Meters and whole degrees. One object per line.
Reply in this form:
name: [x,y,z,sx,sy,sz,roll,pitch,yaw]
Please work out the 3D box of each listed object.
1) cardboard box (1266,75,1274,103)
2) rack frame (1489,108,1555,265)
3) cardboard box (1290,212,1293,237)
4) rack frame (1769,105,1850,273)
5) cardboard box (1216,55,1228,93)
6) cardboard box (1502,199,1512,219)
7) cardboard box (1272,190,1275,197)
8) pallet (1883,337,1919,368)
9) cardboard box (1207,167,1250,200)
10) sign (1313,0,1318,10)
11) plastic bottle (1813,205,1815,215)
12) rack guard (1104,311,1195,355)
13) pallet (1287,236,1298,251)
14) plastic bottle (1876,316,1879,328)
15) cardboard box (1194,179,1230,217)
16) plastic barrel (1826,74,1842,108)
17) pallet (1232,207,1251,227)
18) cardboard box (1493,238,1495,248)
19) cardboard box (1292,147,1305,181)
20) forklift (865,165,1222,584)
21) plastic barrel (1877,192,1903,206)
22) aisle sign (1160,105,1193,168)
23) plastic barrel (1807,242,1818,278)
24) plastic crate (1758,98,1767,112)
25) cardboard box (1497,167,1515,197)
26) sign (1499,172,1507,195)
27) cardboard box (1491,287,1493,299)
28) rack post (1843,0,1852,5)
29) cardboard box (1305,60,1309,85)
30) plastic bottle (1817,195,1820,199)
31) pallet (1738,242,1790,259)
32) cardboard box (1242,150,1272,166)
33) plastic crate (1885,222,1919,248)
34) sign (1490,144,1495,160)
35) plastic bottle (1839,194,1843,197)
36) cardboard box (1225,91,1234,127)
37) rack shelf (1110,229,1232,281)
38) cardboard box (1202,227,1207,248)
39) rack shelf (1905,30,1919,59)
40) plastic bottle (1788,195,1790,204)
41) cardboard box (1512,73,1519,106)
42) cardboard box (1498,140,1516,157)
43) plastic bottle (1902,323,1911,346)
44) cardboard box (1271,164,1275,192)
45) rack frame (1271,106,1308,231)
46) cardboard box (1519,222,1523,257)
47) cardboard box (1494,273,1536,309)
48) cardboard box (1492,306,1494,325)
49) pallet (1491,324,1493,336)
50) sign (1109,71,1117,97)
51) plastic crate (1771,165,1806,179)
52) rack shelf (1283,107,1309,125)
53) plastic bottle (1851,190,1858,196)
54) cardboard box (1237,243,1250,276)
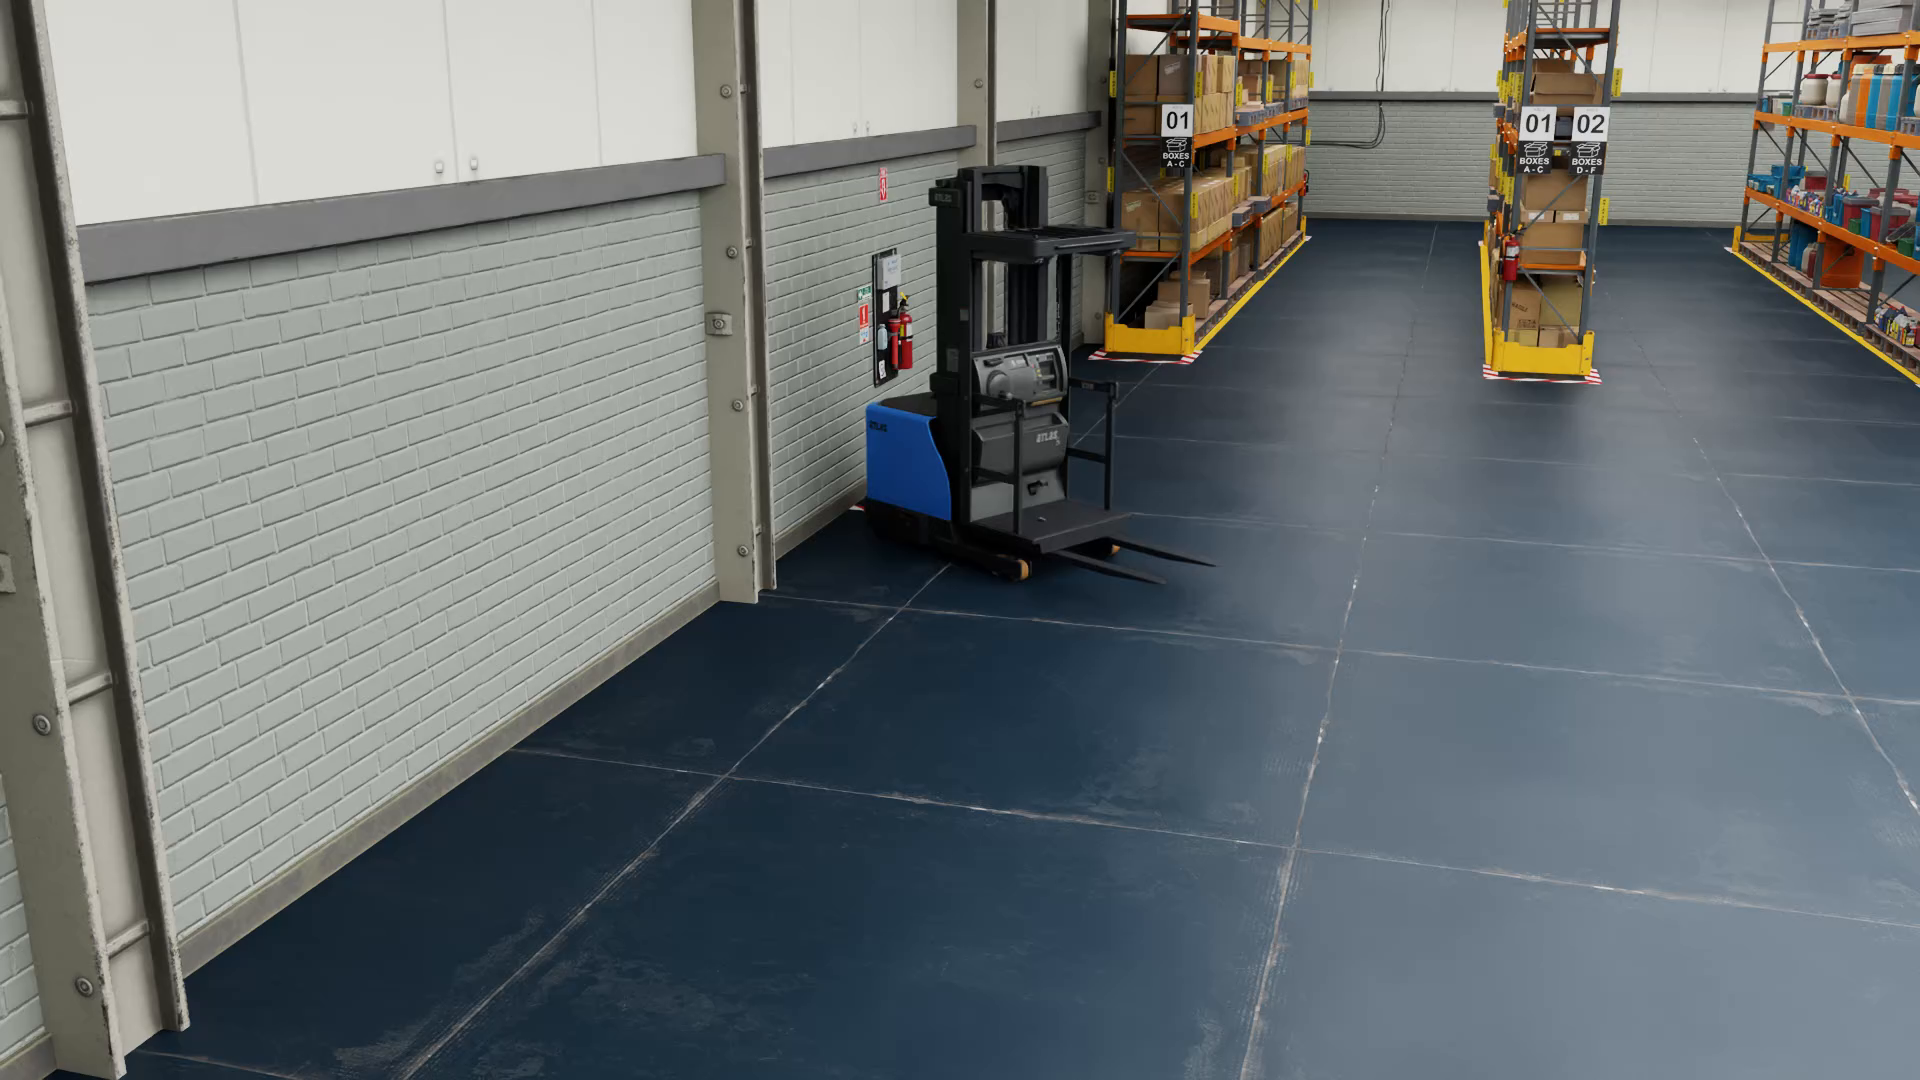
cardboard box: [5.461,-8.417,31.021,0.700,0.500,0.500,4,16,15]
rack frame: [10.663,-6.703,31.466,1.000,3.000,0.127,5,16,16]
cardboard box: [6.662,-6.679,35.192,0.700,0.500,0.500,4,16,14]
rack frame: [15.411,-6.318,30.108,1.000,3.000,0.127,5,16,16]
cardboard box: [3.473,-6.542,23.346,0.500,0.500,0.500,4,16,14]
cardboard box: [9.087,-5.395,27.017,0.500,0.311,0.500,4,16,15]
cardboard box: [5.770,-6.600,31.526,0.380,0.149,0.250,5,16,16]
pallet: [12.562,-2.391,21.373,1.003,0.211,1.213,5,16,16]
cardboard box: [4.519,-6.028,28.094,0.700,0.500,0.500,3,16,11]
sign: [7.566,-11.461,35.388,0.100,0.325,0.005,5,16,16]
plastic bottle: [14.179,-5.481,27.519,0.097,0.201,0.097,0,16,0]
rack guard: [2.524,-2.764,22.159,1.175,0.500,0.348,5,16,16]
pallet: [6.549,-6.258,35.006,1.003,0.211,1.213,5,16,16]
plastic bottle: [12.569,-2.988,22.689,0.097,0.201,0.097,0,16,0]
cardboard box: [3.665,-5.013,24.371,0.500,0.500,0.500,5,16,16]
plastic barrel: [14.634,-7.458,27.610,0.433,0.535,0.433,0,16,0]
pallet: [3.996,-5.090,26.129,1.003,0.211,1.213,5,16,16]
cardboard box: [9.715,-5.064,29.462,0.500,0.500,0.500,4,16,14]
cardboard box: [6.914,-8.143,35.992,0.980,0.700,0.700,5,17,18]
forklift: [0.603,-1.260,12.400,1.130,2.935,3.031,-14,21,-41]
plastic barrel: [14.187,-5.040,25.396,0.421,0.512,0.421,0,16,0]
aisle sign: [2.770,-5.156,21.245,0.394,0.787,0.004,5,16,16]
plastic barrel: [14.718,-4.739,28.188,0.600,0.588,0.708,5,16,16]
plastic crate: [16.171,-8.666,33.127,0.497,0.269,0.590,5,16,16]
cardboard box: [9.597,-6.081,28.317,0.700,0.500,0.500,-1,16,-3]
sign: [7.867,-5.169,24.079,0.100,0.325,0.005,5,16,16]
cardboard box: [8.375,-3.753,25.333,0.500,0.250,0.500,4,16,15]
rack post: [14.402,-8.617,26.275,0.624,0.289,0.986,5,16,16]
cardboard box: [7.103,-9.902,35.195,0.500,0.500,0.500,5,16,16]
plastic bottle: [14.496,-5.691,28.110,0.061,0.283,0.133,5,16,16]
pallet: [16.276,-5.811,33.428,1.003,0.211,1.213,5,16,16]
cardboard box: [5.304,-6.841,29.812,0.500,0.250,0.500,4,16,15]
plastic crate: [12.867,-4.068,22.290,0.767,0.338,0.504,5,16,16]
sign: [11.280,-8.208,35.186,0.100,0.325,0.005,5,16,16]
plastic bottle: [15.133,-5.810,28.551,0.097,0.271,0.097,0,16,0]
cardboard box: [3.732,-6.342,24.476,0.500,0.500,0.500,5,17,17]
rack shelf: [3.071,-4.124,23.691,1.077,0.370,4.000,5,16,16]
cardboard box: [3.079,-4.125,22.612,0.500,0.250,0.500,4,16,14]
rack shelf: [12.569,-6.050,20.219,1.077,0.370,4.000,5,16,16]
plastic bottle: [14.845,-6.093,29.679,0.097,0.201,0.097,0,16,0]
cardboard box: [7.994,-6.260,23.195,0.500,0.500,0.500,6,17,20]
cardboard box: [10.559,-7.385,31.853,0.500,0.500,0.500,5,17,16]
plastic bottle: [12.118,-2.630,21.277,0.061,0.283,0.133,5,17,17]
cardboard box: [5.459,-6.614,30.386,0.500,0.500,0.500,5,16,16]
rack frame: [7.049,-8.133,36.506,1.000,3.000,0.127,5,16,16]
cardboard box: [7.543,-3.871,21.297,0.700,0.500,0.500,5,17,17]
cardboard box: [7.533,-3.361,22.576,0.500,0.500,0.500,5,16,16]
cardboard box: [7.673,-3.131,23.140,0.500,0.250,0.500,5,16,16]
pallet: [8.124,-3.064,23.745,1.003,0.211,1.213,5,16,16]
sign: [1.976,-5.864,21.388,0.100,0.325,0.005,5,16,16]
plastic crate: [16.632,-7.309,33.425,0.616,0.435,0.499,5,16,16]
rack shelf: [6.481,-8.707,34.350,1.077,0.370,4.000,5,16,16]
plastic bottle: [15.151,-5.741,28.162,0.144,0.351,0.185,5,16,16]
cardboard box: [4.621,-4.857,28.730,0.700,0.500,0.500,5,17,17]
